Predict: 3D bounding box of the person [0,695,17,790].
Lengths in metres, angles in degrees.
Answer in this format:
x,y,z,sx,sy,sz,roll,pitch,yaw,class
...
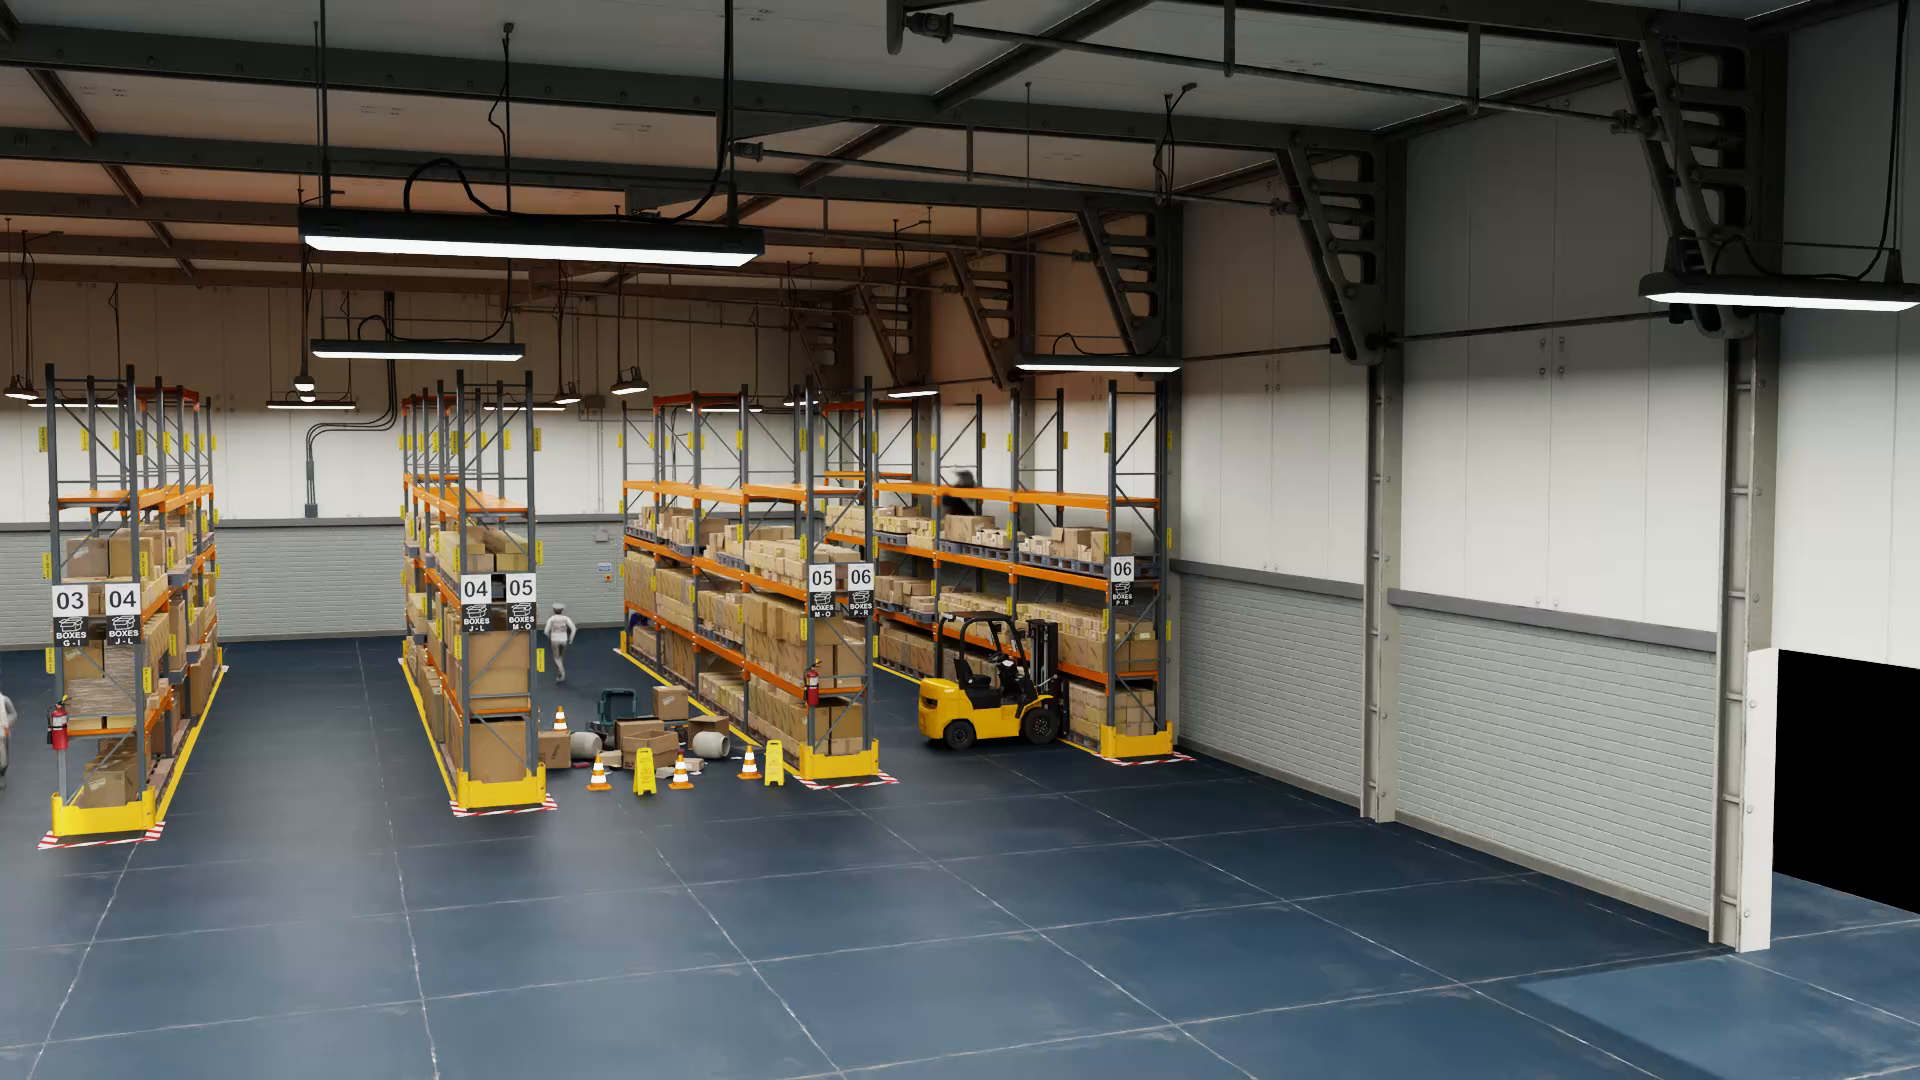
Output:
x,y,z,sx,sy,sz,roll,pitch,yaw,class
-13.661,2.767,23.446,0.652,1.722,0.604,-2,4,-31,person

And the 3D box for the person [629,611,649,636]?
x,y,z,sx,sy,sz,roll,pitch,yaw,class
-7.869,1.814,41.017,0.673,1.661,0.689,0,3,3,person

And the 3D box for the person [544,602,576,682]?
x,y,z,sx,sy,sz,roll,pitch,yaw,class
-8.304,2.174,34.539,0.624,1.739,0.847,-2,4,-32,person
